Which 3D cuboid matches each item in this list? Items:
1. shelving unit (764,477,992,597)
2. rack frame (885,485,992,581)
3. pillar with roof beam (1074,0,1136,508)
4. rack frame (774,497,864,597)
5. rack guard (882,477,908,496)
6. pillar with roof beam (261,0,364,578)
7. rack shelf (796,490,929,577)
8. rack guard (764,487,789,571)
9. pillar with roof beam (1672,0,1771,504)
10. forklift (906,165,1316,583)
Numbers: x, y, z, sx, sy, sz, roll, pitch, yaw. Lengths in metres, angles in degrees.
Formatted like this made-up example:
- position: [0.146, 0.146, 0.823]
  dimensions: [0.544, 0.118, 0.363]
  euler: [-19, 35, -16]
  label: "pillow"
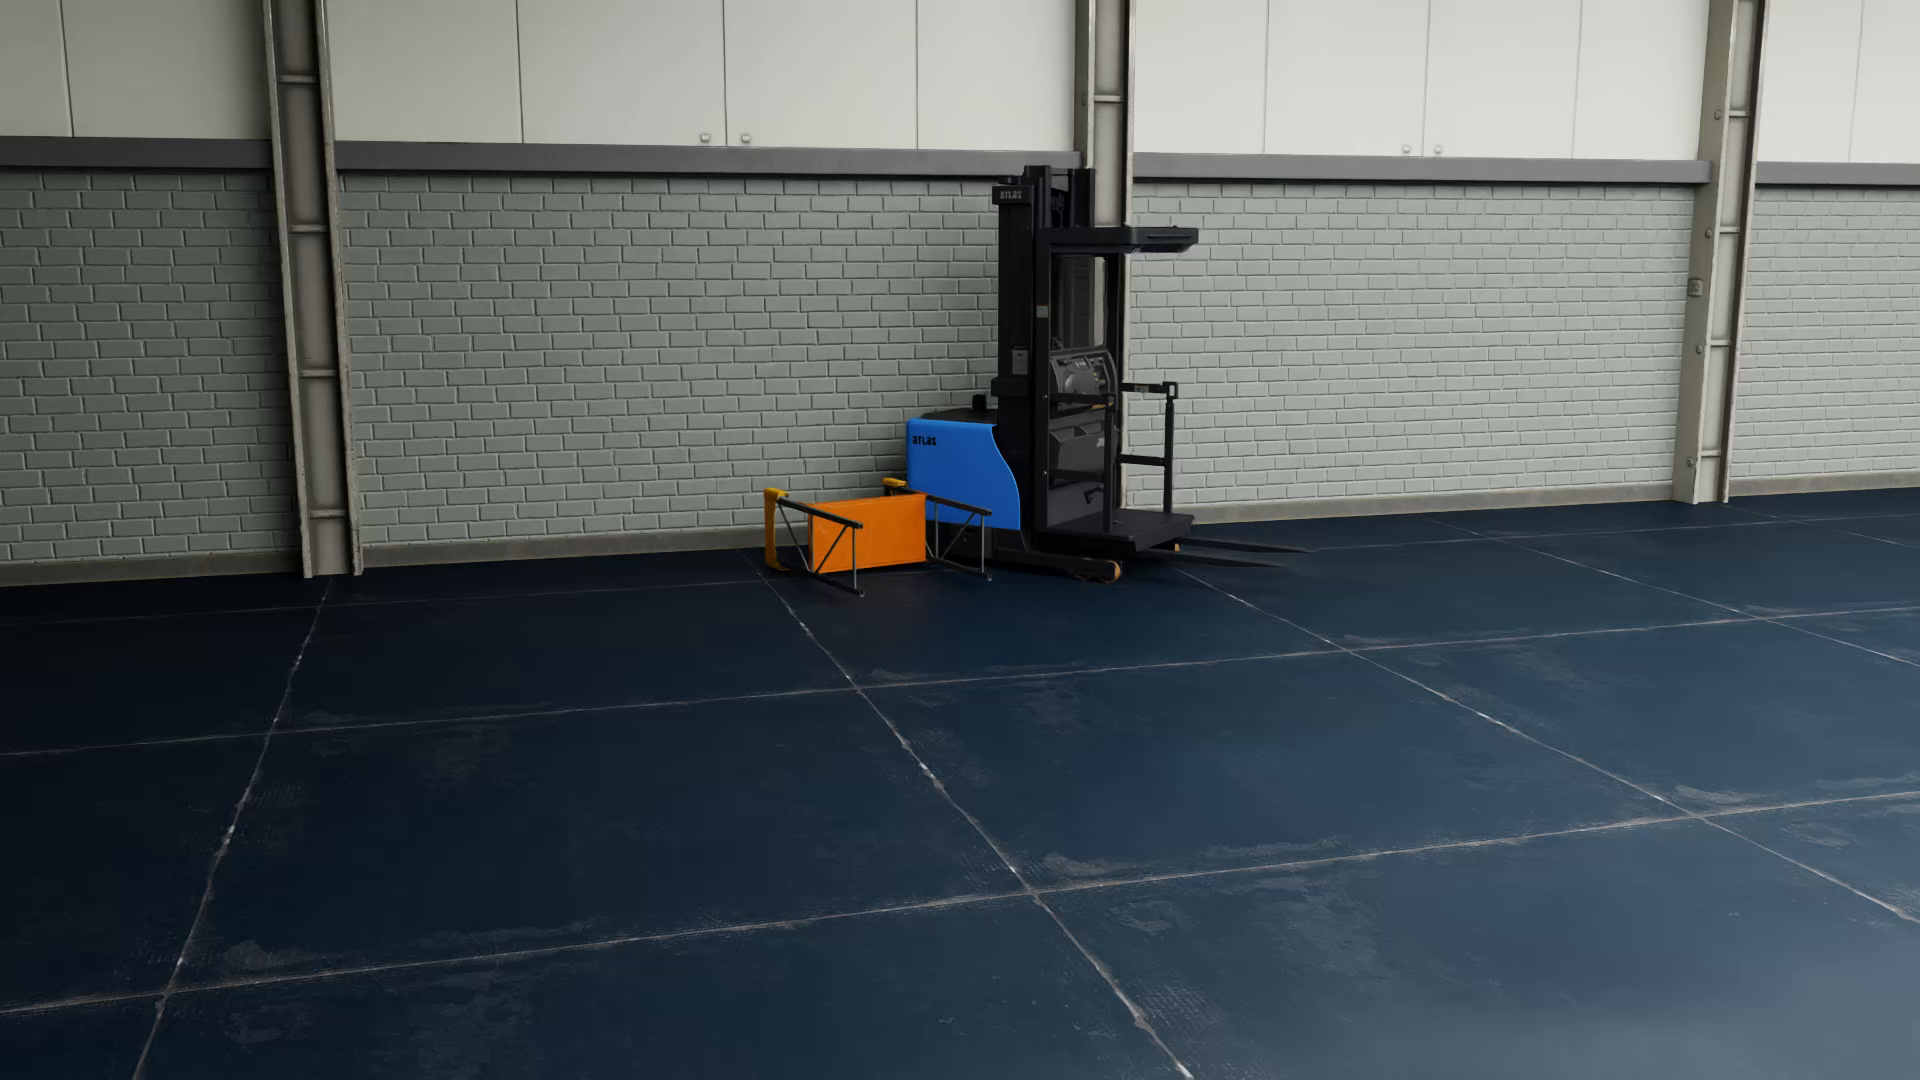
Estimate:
- position: [-0.604, -0.030, 12.017]
  dimensions: [1.083, 0.587, 1.500]
  euler: [-6, 12, -31]
  label: "shelving unit"
- position: [-0.177, -0.077, 12.271]
  dimensions: [0.032, 0.500, 1.500]
  euler: [-6, 12, -31]
  label: "rack frame"
- position: [2.353, -3.742, 9.017]
  dimensions: [0.400, 9.000, 9.100]
  euler: [-3, 11, -16]
  label: "pillar with roof beam"
- position: [-1.047, 0.018, 11.754]
  dimensions: [0.032, 0.500, 1.500]
  euler: [-6, 12, -31]
  label: "rack frame"
- position: [-0.501, -0.174, 12.796]
  dimensions: [0.087, 0.587, 0.250]
  euler: [-6, 12, -31]
  label: "rack guard"
- position: [-3.408, -3.438, 7.368]
  dimensions: [0.400, 9.000, 9.100]
  euler: [-3, 11, -16]
  label: "pillar with roof beam"
- position: [-0.705, -0.057, 12.164]
  dimensions: [1.000, 0.538, 0.185]
  euler: [-6, 12, -31]
  label: "rack shelf"
- position: [-1.354, -0.080, 12.290]
  dimensions: [0.087, 0.587, 0.250]
  euler: [-6, 12, -31]
  label: "rack guard"
- position: [8.114, -4.045, 10.667]
  dimensions: [0.400, 9.000, 9.100]
  euler: [-3, 11, -16]
  label: "pillar with roof beam"
- position: [1.091, -1.242, 12.195]
  dimensions: [3.031, 2.935, 1.130]
  euler: [7, 12, 32]
  label: "forklift"
